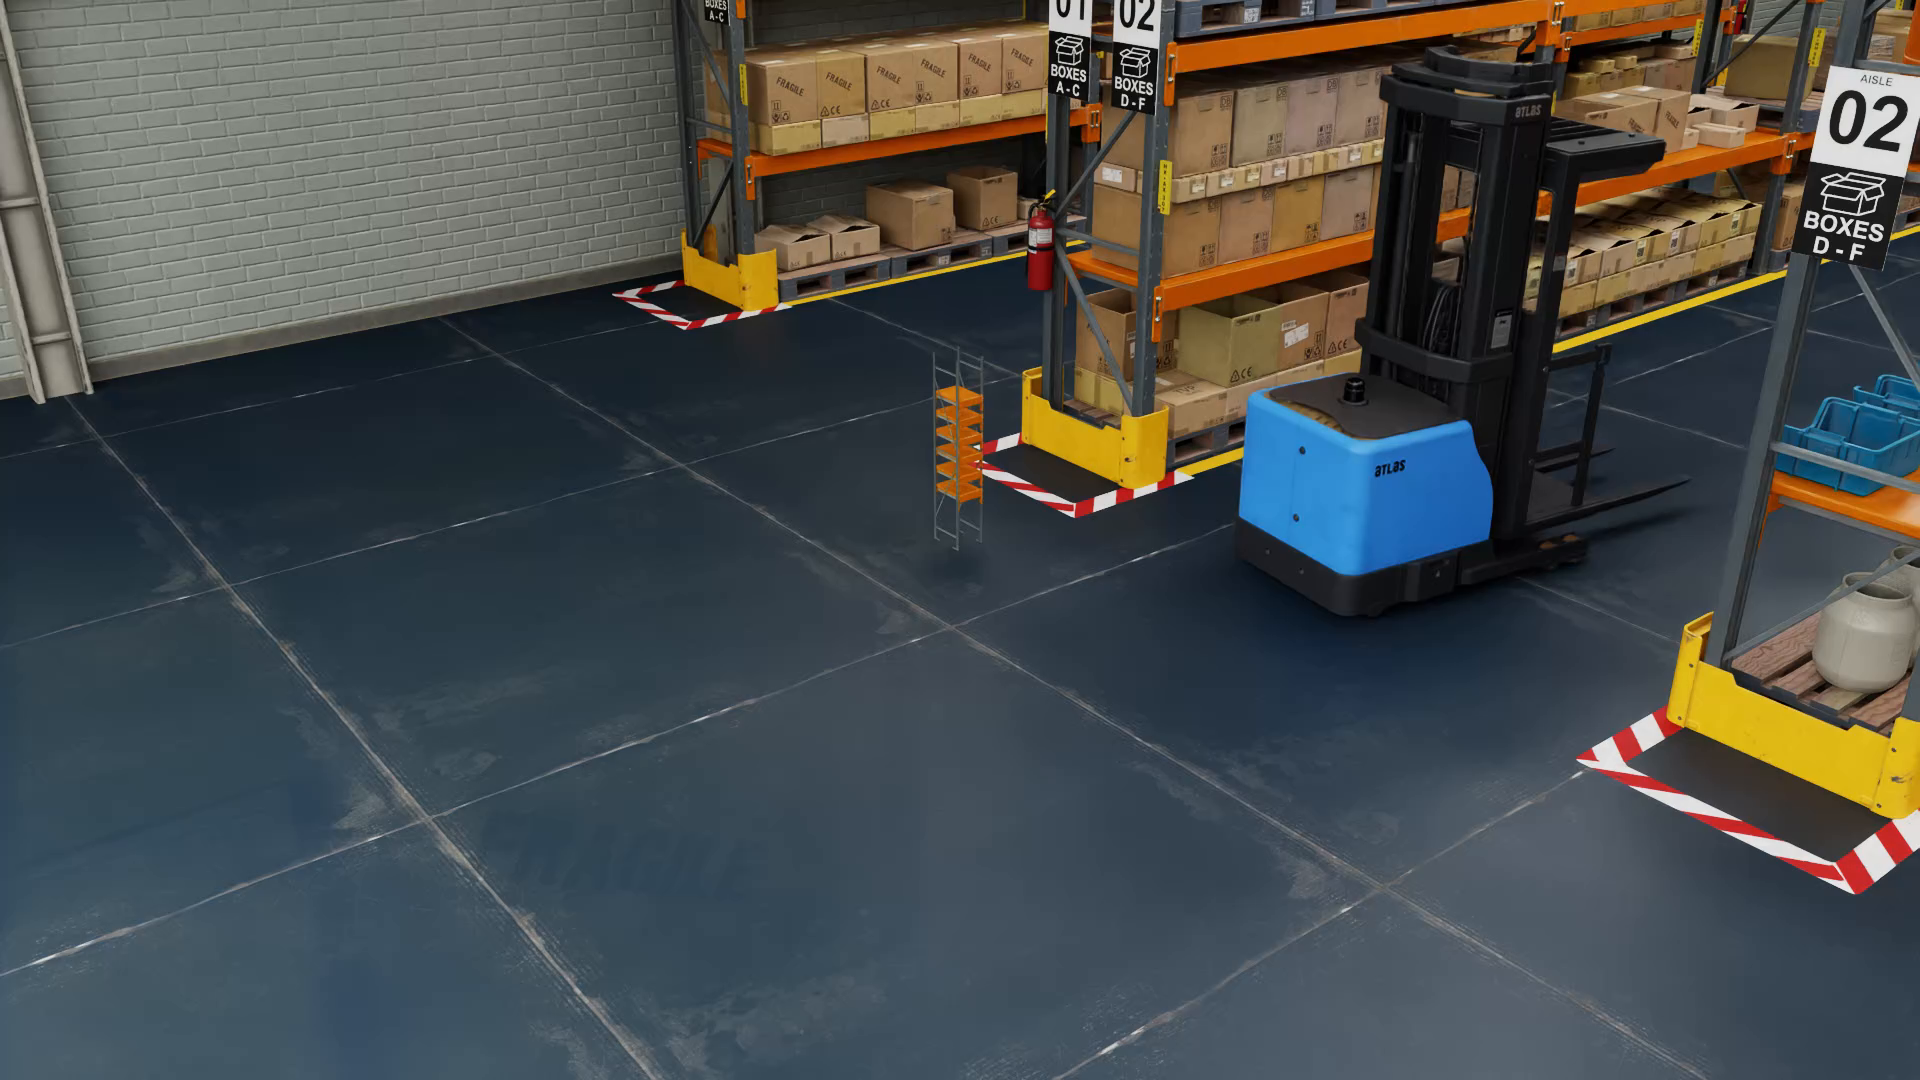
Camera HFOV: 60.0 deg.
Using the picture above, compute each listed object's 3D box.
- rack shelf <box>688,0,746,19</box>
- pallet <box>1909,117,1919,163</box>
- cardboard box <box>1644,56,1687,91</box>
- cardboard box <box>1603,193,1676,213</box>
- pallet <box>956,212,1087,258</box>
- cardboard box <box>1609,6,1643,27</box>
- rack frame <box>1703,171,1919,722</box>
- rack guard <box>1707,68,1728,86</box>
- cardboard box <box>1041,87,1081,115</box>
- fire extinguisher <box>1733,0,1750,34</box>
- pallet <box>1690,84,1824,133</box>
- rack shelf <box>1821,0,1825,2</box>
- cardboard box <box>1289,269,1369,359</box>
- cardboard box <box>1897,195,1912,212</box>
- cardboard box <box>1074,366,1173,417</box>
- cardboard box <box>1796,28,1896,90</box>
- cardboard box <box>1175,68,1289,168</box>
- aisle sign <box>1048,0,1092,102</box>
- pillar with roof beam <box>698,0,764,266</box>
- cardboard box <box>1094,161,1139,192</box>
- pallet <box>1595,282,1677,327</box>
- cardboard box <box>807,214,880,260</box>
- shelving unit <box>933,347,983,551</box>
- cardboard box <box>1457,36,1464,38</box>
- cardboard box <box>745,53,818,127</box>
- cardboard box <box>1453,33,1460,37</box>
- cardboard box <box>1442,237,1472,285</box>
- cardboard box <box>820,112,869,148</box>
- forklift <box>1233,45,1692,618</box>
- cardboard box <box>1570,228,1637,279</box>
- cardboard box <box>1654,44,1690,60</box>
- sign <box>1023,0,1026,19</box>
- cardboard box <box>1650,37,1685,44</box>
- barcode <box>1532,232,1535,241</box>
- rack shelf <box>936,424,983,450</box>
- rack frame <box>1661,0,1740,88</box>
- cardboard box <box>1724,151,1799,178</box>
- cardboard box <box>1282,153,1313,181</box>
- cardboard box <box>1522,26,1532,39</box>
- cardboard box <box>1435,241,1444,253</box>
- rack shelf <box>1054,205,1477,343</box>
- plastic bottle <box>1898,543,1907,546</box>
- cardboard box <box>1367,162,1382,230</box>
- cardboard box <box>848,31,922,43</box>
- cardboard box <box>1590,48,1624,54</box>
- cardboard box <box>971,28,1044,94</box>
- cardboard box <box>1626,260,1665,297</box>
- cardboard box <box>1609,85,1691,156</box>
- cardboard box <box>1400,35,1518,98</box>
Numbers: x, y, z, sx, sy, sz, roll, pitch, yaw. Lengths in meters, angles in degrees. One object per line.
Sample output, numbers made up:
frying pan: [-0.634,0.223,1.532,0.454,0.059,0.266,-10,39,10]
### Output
rack shelf: [-0.562,-5.124,15.018,4.000,0.370,1.077,-18,31,-34]
pallet: [4.689,-1.745,7.109,1.213,0.211,1.003,-18,31,-34]
cardboard box: [9.572,-6.438,23.029,0.500,0.500,0.700,-18,31,-34]
cardboard box: [6.218,-3.028,15.311,0.500,0.311,0.500,-19,31,-35]
pallet: [0.505,-3.158,16.803,1.213,0.211,1.003,-18,31,-34]
cardboard box: [8.322,-7.146,21.729,0.700,0.700,0.980,-19,31,-35]
rack frame: [3.978,-0.288,7.307,0.127,3.000,1.000,-18,31,-34]
rack guard: [10.474,-6.598,23.874,0.348,0.500,1.175,-18,31,-34]
cardboard box: [0.826,-4.326,16.163,0.500,0.250,0.500,-18,30,-34]
fire extinguisher: [10.858,-7.408,23.184,0.183,0.674,0.296,-18,31,-34]
pallet: [7.709,-4.120,15.793,1.003,0.211,1.213,-18,31,-34]
rack shelf: [8.793,-5.562,15.962,4.000,0.370,1.077,-18,31,-34]
cardboard box: [2.665,-1.668,12.157,0.500,0.500,0.500,-18,31,-34]
cardboard box: [9.366,-3.634,16.963,0.500,0.500,0.500,-18,30,-33]
cardboard box: [1.164,-1.110,11.846,0.500,0.250,0.500,-18,31,-34]
cardboard box: [8.483,-4.619,16.022,0.500,0.500,0.700,-12,28,-24]
cardboard box: [1.751,-2.833,11.131,0.500,0.500,0.700,-19,31,-35]
aisle sign: [0.691,-3.189,10.471,0.004,0.787,0.394,-18,31,-34]
pillar with roof beam: [0.538,-5.333,11.052,0.400,9.000,9.100,-18,31,-34]
cardboard box: [1.107,-2.432,11.037,0.250,0.149,0.380,-19,31,-35]
pallet: [5.588,-2.227,14.798,1.213,0.211,1.003,-18,31,-34]
cardboard box: [-1.087,-2.848,15.494,0.500,0.311,0.500,-15,29,-30]
shelving unit: [-0.011,-0.540,9.989,0.189,1.200,0.258,-18,31,-34]
cardboard box: [5.762,-5.954,19.790,0.250,0.149,0.380,-18,30,-34]
cardboard box: [-1.575,-3.875,14.301,0.500,0.500,0.500,-18,31,-34]
cardboard box: [5.509,-6.140,19.421,0.500,0.500,0.500,-18,31,-34]
cardboard box: [4.213,-2.367,13.887,0.500,0.311,0.500,-18,31,-34]
cardboard box: [-1.156,-3.672,14.753,0.500,0.250,0.500,-19,31,-36]
forklift: [3.171,-1.332,9.637,3.031,2.935,1.130,-13,28,-26]
cardboard box: [5.354,-2.454,14.077,0.500,0.311,0.500,-19,31,-36]
cardboard box: [9.777,-6.702,22.827,0.250,0.149,0.380,-17,30,-33]
sign: [0.667,-5.317,16.768,0.005,0.325,0.100,-18,31,-34]
cardboard box: [9.941,-6.961,23.385,0.250,0.149,0.380,-18,30,-34]
barcode: [4.529,-2.398,13.161,0.075,0.075,0.001,-18,31,-34]
rack shelf: [-0.011,-0.609,9.957,0.180,0.103,0.258,-18,31,-34]
rack frame: [10.455,-7.726,23.334,0.127,3.000,1.000,-18,31,-34]
cardboard box: [7.852,-3.750,16.324,0.500,0.250,0.500,-17,30,-32]
cardboard box: [2.177,-2.569,11.332,0.250,0.149,0.380,-19,31,-36]
cardboard box: [6.800,-6.275,20.482,0.250,0.149,0.380,-17,30,-32]
cardboard box: [3.514,-2.236,13.380,0.500,0.500,0.500,-18,31,-34]
rack shelf: [2.498,-2.123,12.116,4.000,0.370,1.077,-18,31,-34]
plastic bottle: [5.233,0.086,9.206,0.133,0.283,0.061,-17,30,-33]
cardboard box: [2.918,-2.629,12.232,0.500,0.500,0.700,-18,30,-33]
cardboard box: [-0.693,-4.438,15.513,0.500,0.500,0.500,-18,30,-33]
cardboard box: [8.745,-6.565,22.533,0.250,0.149,0.380,-19,31,-35]
cardboard box: [0.442,-4.533,15.718,0.500,0.500,0.500,-18,31,-34]
cardboard box: [5.752,-2.334,14.484,0.500,0.250,0.500,-18,30,-33]
cardboard box: [5.909,-3.612,14.351,0.500,0.500,0.500,-20,32,-37]
cardboard box: [3.726,-3.485,12.537,0.500,0.500,0.700,-18,30,-34]
